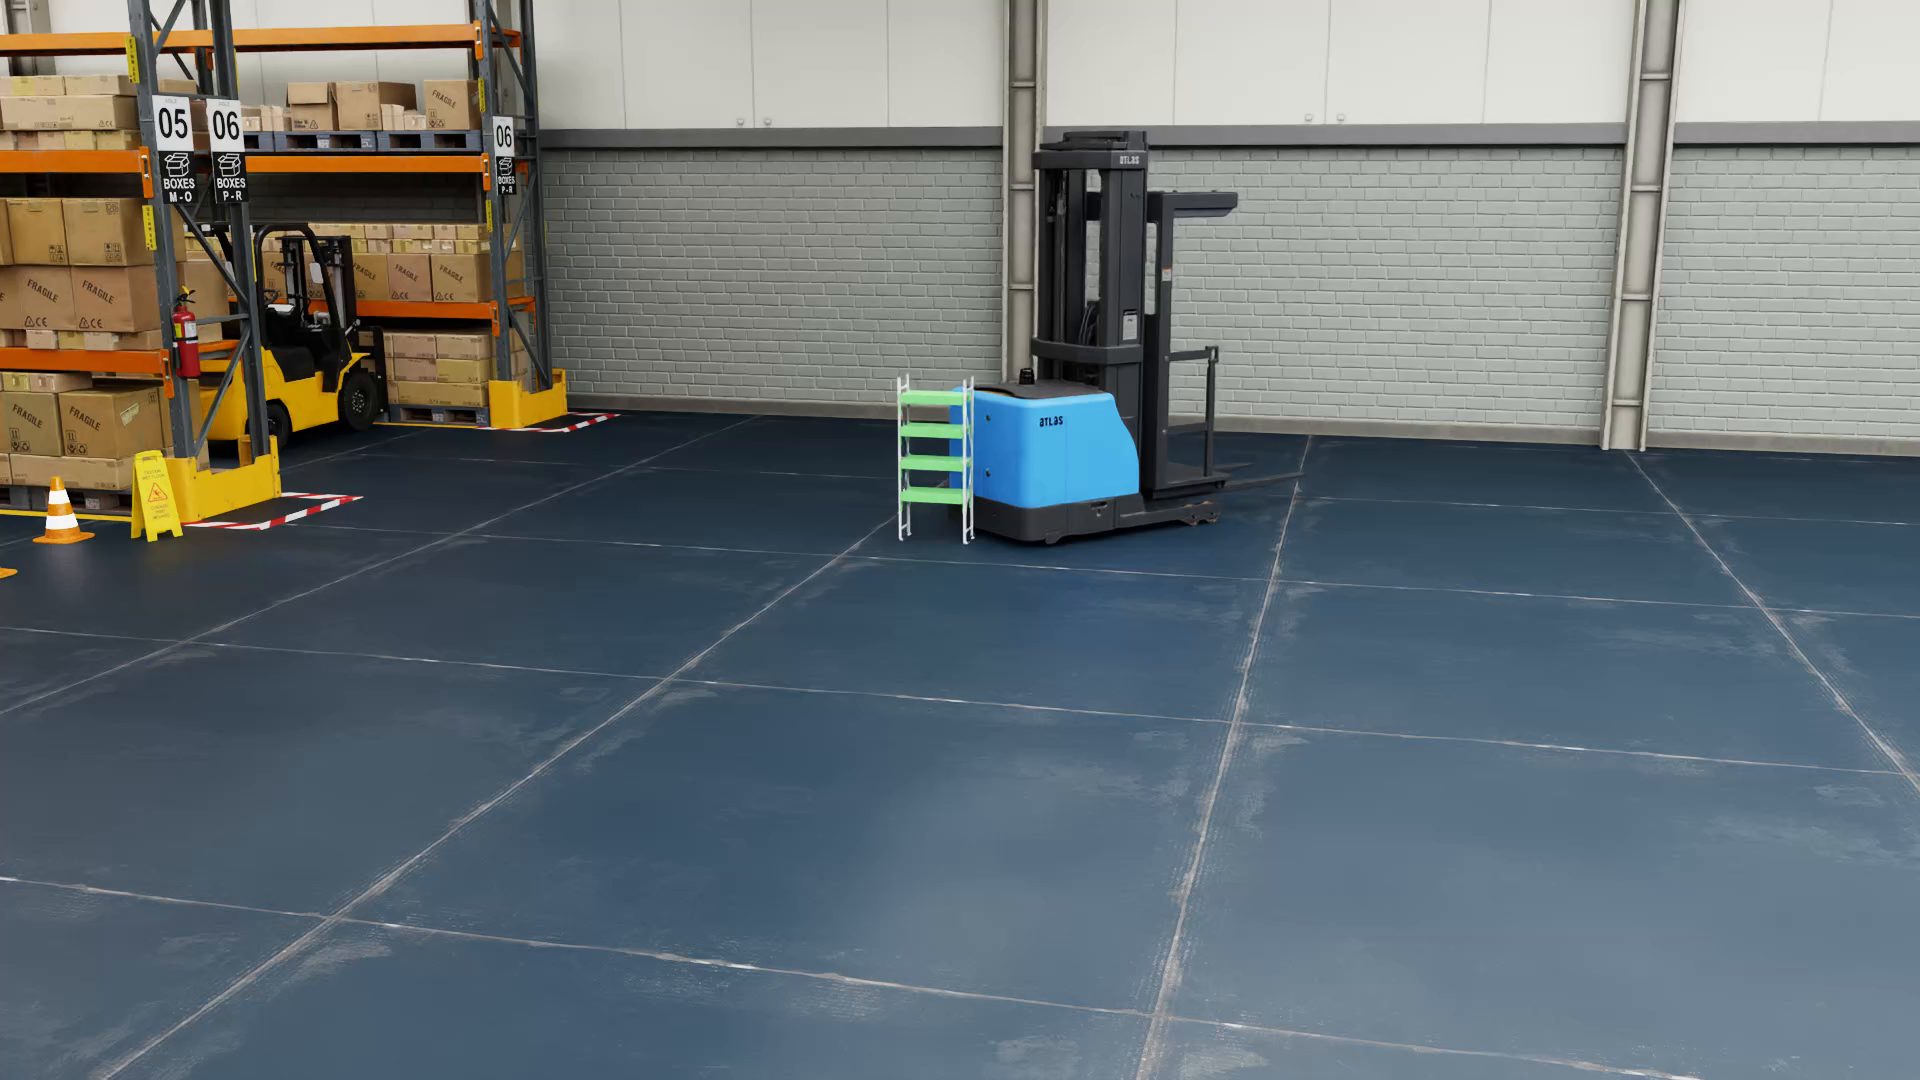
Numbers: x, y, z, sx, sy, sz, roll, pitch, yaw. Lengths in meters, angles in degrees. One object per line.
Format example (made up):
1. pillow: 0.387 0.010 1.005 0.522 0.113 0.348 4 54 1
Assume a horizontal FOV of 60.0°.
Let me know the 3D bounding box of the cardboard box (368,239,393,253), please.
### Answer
1. cardboard box: -6.105 -3.143 17.748 0.250 0.149 0.380 3 13 12

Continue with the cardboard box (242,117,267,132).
1. cardboard box: -7.475 -4.442 17.786 0.250 0.149 0.380 3 13 15

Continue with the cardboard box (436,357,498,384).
1. cardboard box: -5.248 -1.832 17.792 0.500 0.250 0.500 3 13 13

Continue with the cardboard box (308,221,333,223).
1. cardboard box: -7.203 -3.481 18.585 0.250 0.149 0.380 3 13 13

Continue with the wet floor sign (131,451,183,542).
1. wet floor sign: -5.958 -0.338 12.268 0.232 0.644 0.267 8 15 33

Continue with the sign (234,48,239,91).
1. sign: -5.756 -3.727 13.166 0.005 0.325 0.100 3 13 14

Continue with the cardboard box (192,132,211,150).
1. cardboard box: -6.130 -3.149 13.159 0.250 0.149 0.380 3 13 14

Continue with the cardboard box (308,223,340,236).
1. cardboard box: -6.829 -3.346 17.976 0.250 0.149 0.380 3 13 14

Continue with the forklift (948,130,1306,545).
1. forklift: 1.406 -1.624 12.787 3.031 2.935 1.130 -9 15 -34

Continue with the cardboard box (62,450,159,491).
1. cardboard box: -6.758 -0.572 13.263 0.500 0.250 0.500 3 13 13

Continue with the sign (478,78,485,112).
1. sign: -4.844 -4.511 16.853 0.005 0.325 0.100 3 13 14

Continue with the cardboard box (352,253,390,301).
1. cardboard box: -6.240 -2.841 17.882 0.500 0.500 0.500 3 13 12

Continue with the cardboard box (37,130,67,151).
1. cardboard box: -6.799 -3.051 12.713 0.250 0.149 0.380 3 13 15

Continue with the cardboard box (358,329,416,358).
1. cardboard box: -6.211 -2.125 17.955 0.500 0.250 0.500 3 13 14

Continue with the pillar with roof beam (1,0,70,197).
1. pillar with roof beam: -12.017 -5.327 15.467 0.400 9.000 9.100 3 13 14

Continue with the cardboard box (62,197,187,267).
1. cardboard box: -6.434 -2.385 12.832 0.500 0.500 0.700 3 13 12

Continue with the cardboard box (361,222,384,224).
1. cardboard box: -6.470 -3.426 18.333 0.250 0.149 0.380 3 13 14

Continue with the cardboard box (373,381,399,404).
1. cardboard box: -6.196 -1.643 18.090 0.500 0.250 0.500 3 13 14

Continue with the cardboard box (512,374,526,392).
1. cardboard box: -5.130 -1.696 18.329 0.500 0.250 0.500 3 13 14

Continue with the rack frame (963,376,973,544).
1. rack frame: 0.060 -0.579 12.075 0.015 1.200 0.240 3 13 14

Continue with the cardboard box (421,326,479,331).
1. cardboard box: -5.608 -2.207 18.326 0.500 0.250 0.500 3 13 14

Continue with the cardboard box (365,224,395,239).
1. cardboard box: -6.109 -3.284 17.696 0.250 0.149 0.380 3 13 15

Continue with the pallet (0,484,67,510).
1. pallet: -7.921 -0.478 13.902 1.213 0.211 1.003 3 13 14

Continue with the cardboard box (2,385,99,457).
1. cardboard box: -7.234 -0.964 13.301 0.500 0.500 0.500 4 13 16

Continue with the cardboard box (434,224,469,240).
1. cardboard box: -5.345 -3.257 17.576 0.250 0.149 0.380 3 13 14

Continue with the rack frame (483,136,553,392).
1. rack frame: -4.700 -2.766 17.777 0.127 3.000 1.000 3 13 14

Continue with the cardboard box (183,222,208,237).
1. cardboard box: -8.345 -3.406 18.243 0.250 0.149 0.380 3 13 15

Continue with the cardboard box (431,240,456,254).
1. cardboard box: -5.359 -3.098 17.543 0.250 0.149 0.380 3 13 14

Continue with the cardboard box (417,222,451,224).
1. cardboard box: -5.718 -3.387 18.158 0.250 0.149 0.380 3 13 14

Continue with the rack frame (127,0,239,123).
1. rack frame: -5.886 -4.651 12.421 0.127 3.000 1.000 3 13 14

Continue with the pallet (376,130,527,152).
1. pallet: -5.381 -4.230 17.651 1.213 0.211 1.003 3 13 14

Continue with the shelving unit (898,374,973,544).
1. shelving unit: -0.176 -0.593 12.136 0.503 1.200 0.258 3 13 14

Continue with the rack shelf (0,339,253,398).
1. rack shelf: -7.828 -1.475 13.617 4.000 0.370 1.077 3 13 14

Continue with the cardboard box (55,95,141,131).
1. cardboard box: -6.447 -3.229 12.595 0.500 0.250 0.500 3 13 13

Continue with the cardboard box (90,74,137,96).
1. cardboard box: -6.285 -3.409 12.486 0.250 0.149 0.380 3 13 14

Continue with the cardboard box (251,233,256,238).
1. cardboard box: -7.595 -3.365 18.059 0.250 0.149 0.380 3 13 15

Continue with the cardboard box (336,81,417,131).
1. cardboard box: -6.159 -4.579 17.592 0.500 0.500 0.700 3 13 14

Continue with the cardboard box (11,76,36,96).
1. cardboard box: -7.012 -3.464 12.734 0.250 0.149 0.380 3 13 14

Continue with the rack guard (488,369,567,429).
1. rack guard: -4.677 -1.545 18.042 0.348 0.500 1.175 3 13 14

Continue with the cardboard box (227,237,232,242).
1. cardboard box: -7.826 -3.247 18.214 0.250 0.149 0.380 3 13 13

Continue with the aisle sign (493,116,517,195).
1. aisle sign: -4.707 -3.970 17.201 0.004 0.787 0.394 3 13 14

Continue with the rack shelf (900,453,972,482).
1. rack shelf: -0.176 -0.530 12.150 0.480 0.148 0.258 3 13 14

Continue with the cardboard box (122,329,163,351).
1. cardboard box: -6.300 -1.574 12.983 0.250 0.149 0.380 4 13 15

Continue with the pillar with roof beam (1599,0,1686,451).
1. pillar with roof beam: 5.459 -4.393 11.257 0.400 9.000 9.100 3 13 14

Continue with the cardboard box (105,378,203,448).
1. cardboard box: -6.626 -1.052 13.698 0.500 0.500 0.500 3 13 12

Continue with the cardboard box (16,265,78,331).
1. cardboard box: -6.964 -1.913 13.015 0.500 0.500 0.500 3 13 14

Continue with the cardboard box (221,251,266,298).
1. cardboard box: -7.706 -2.921 18.244 0.500 0.500 0.500 3 13 15

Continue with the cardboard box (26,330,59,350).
1. cardboard box: -7.074 -1.589 13.049 0.250 0.149 0.380 3 13 15

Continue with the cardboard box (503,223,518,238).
1. cardboard box: -4.975 -3.339 17.944 0.250 0.149 0.380 3 13 12

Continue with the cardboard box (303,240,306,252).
1. cardboard box: -7.101 -3.195 17.981 0.250 0.149 0.380 3 13 12

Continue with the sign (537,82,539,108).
1. sign: -4.561 -4.812 17.873 0.005 0.325 0.100 3 13 14

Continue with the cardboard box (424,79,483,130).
1. cardboard box: -5.188 -4.505 17.257 0.500 0.500 0.500 3 13 15

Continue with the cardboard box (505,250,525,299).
1. cardboard box: -5.115 -2.899 18.145 0.500 0.500 0.500 3 13 15

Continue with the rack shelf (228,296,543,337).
1. rack shelf: -6.642 -2.519 18.322 4.000 0.370 1.077 3 13 14

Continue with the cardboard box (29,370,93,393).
1. cardboard box: -7.099 -1.259 13.134 0.250 0.149 0.380 3 13 15
